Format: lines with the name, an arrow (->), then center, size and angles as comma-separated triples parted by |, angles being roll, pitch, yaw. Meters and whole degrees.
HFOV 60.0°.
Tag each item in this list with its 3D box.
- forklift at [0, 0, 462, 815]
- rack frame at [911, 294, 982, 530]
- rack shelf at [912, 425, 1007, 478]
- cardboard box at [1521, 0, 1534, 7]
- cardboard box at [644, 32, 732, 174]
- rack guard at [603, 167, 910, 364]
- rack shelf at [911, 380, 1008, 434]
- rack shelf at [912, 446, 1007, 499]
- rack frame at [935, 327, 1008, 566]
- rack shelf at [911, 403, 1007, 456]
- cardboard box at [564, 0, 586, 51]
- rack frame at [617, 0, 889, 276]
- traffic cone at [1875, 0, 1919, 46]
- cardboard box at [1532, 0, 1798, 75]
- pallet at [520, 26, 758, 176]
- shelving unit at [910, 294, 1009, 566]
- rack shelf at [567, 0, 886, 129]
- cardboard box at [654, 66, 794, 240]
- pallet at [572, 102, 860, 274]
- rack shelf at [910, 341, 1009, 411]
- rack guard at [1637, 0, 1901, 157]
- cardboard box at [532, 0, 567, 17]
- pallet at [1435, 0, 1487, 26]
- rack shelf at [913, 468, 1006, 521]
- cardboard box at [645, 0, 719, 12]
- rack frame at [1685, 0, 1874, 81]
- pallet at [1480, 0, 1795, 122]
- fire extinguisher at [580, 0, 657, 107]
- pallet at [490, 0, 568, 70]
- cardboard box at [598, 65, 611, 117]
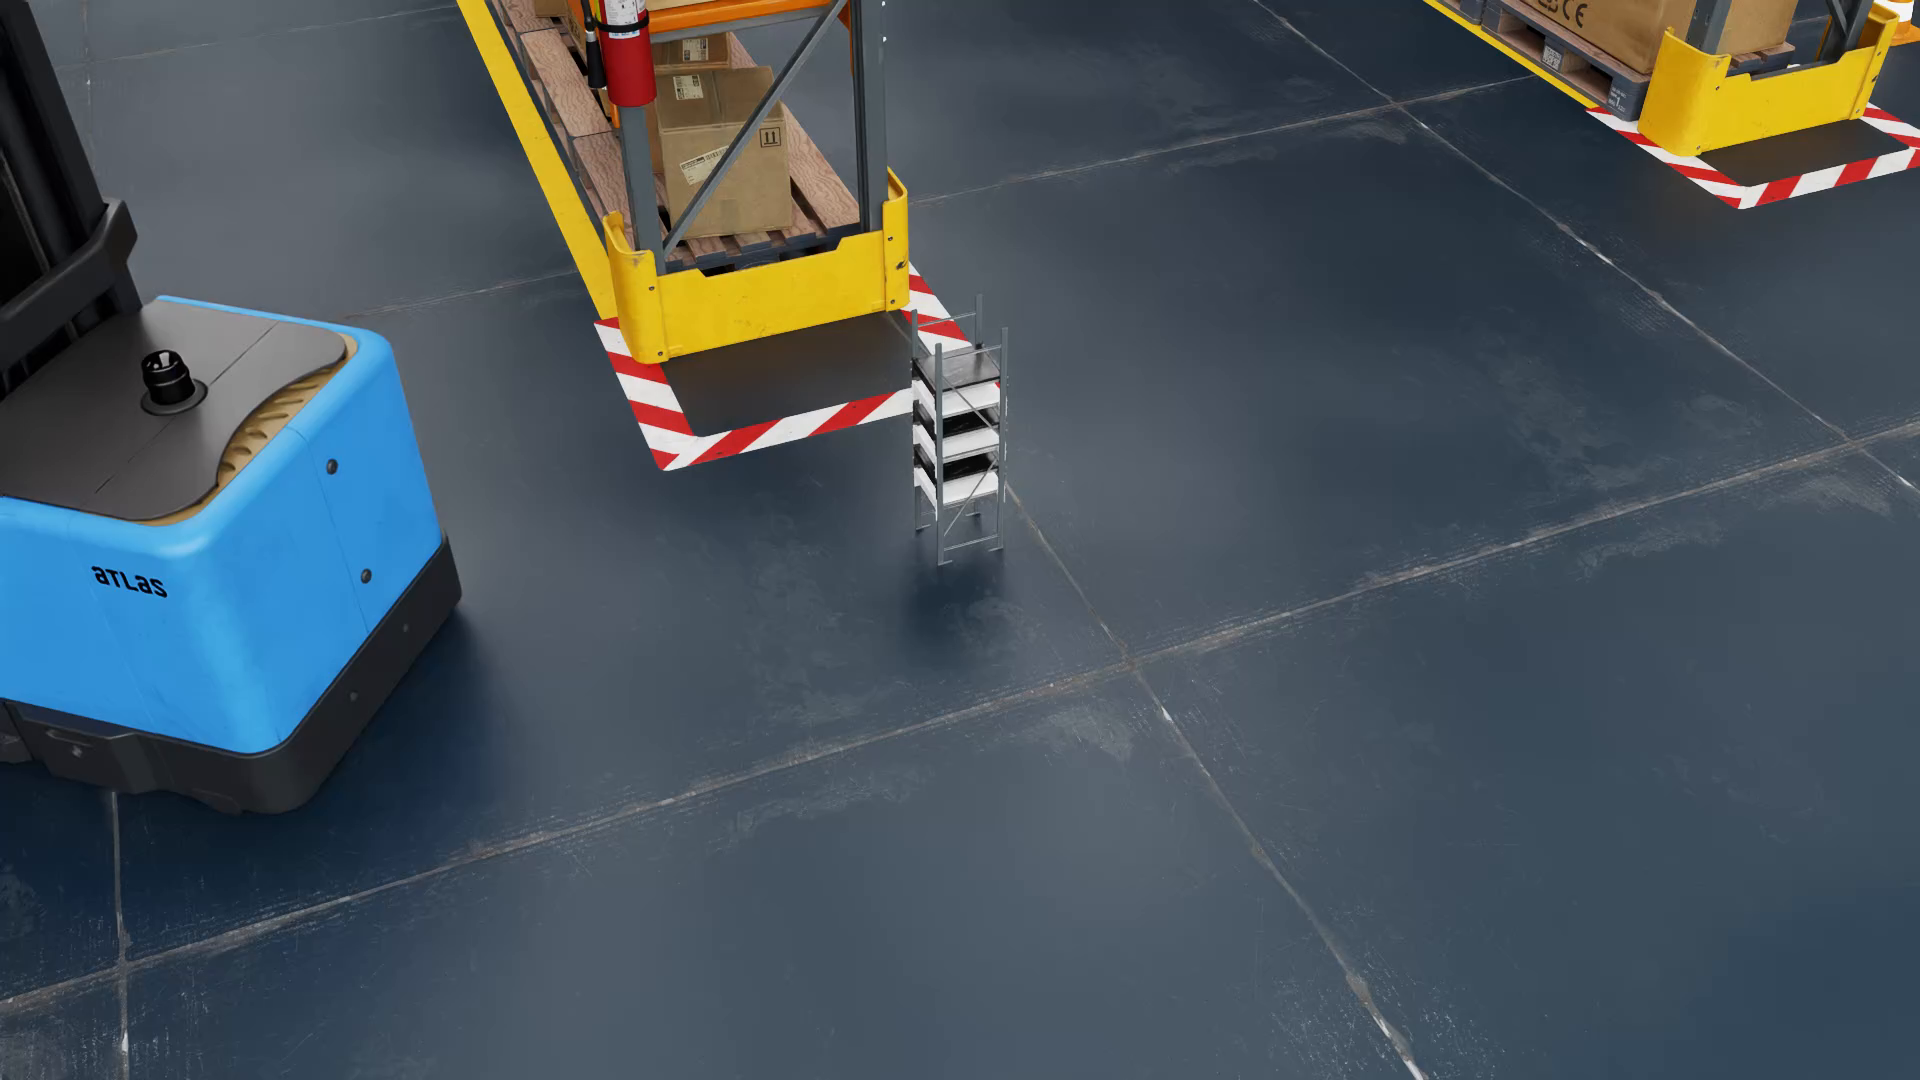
forklift -> -3.202, -0.858, 4.499 | 3.031, 2.935, 1.130 | 10, 42, 12
rack frame -> -0.042, -0.407, 5.534 | 0.240, 0.900, 0.006 | -15, 43, -17
rack shelf -> -0.003, -0.321, 5.484 | 0.258, 0.077, 0.200 | -15, 43, -17
cardboard box -> 3.197, -3.472, 8.795 | 0.875, 0.875, 0.875 | -16, 43, -18
cardboard box -> -1.249, -1.964, 7.328 | 0.500, 0.500, 0.500 | -5, 41, -6
rack guard -> -0.794, -1.119, 6.667 | 1.175, 0.500, 0.348 | -15, 43, -17
rack shelf -> -0.003, -0.457, 5.367 | 0.258, 0.077, 0.200 | -15, 43, -17
rack shelf -> -0.003, -0.253, 5.543 | 0.258, 0.077, 0.200 | -15, 43, -17
rack frame -> 0.036, -0.285, 5.391 | 0.240, 0.900, 0.006 | -15, 43, -17
rack shelf -> -0.003, -0.389, 5.425 | 0.258, 0.077, 0.200 | -15, 43, -17
cardboard box -> -1.643, -2.693, 8.176 | 0.500, 0.500, 0.500 | -19, 44, -21
rack frame -> -0.765, -2.021, 5.799 | 1.000, 3.000, 0.127 | -15, 43, -17
traffic cone -> 4.965, -2.909, 8.778 | 0.336, 0.463, 0.334 | -15, 43, -17
cardboard box -> 3.535, -2.943, 8.179 | 0.875, 0.875, 0.875 | -15, 43, -17
pallet -> -1.535, -2.241, 8.194 | 1.003, 0.211, 1.213 | -15, 43, -17
shelving unit -> -0.003, -0.346, 5.462 | 0.258, 0.900, 0.210 | -15, 43, -17
rack shelf -> -1.530, -2.953, 7.435 | 1.077, 0.370, 4.000 | -15, 43, -17
cardboard box -> -0.989, -1.612, 6.920 | 0.500, 0.500, 0.500 | -8, 41, -9
pallet -> -1.072, -1.507, 7.341 | 1.003, 0.211, 1.213 | -15, 43, -17
rack shelf -> -0.003, -0.526, 5.308 | 0.258, 0.077, 0.200 | -15, 43, -17
rack guard -> 3.865, -2.235, 7.966 | 1.175, 0.500, 0.348 | -15, 43, -17
cardboard box -> -1.953, -3.048, 8.589 | 0.500, 0.500, 0.500 | -3, 41, -3
pallet -> 3.015, -3.336, 9.467 | 1.003, 0.211, 1.213 | -15, 43, -17
rack shelf -> -0.003, -0.184, 5.601 | 0.258, 0.077, 0.200 | -15, 43, -17
cardboard box -> -1.065, -2.046, 6.021 | 0.380, 0.149, 0.250 | -15, 43, -17
rack frame -> 3.856, -3.197, 7.167 | 1.000, 3.000, 0.127 | -15, 43, -17
pallet -> 3.478, -2.602, 8.614 | 1.003, 0.211, 1.213 | -15, 43, -17
fire extinguisher -> -1.147, -1.807, 5.611 | 0.296, 0.674, 0.183 | -15, 43, -17
pallet -> -2.006, -2.977, 9.050 | 1.003, 0.211, 1.213 | -15, 43, -17
cardboard box -> -1.471, -2.346, 7.772 | 0.500, 0.500, 0.500 | -11, 42, -13
